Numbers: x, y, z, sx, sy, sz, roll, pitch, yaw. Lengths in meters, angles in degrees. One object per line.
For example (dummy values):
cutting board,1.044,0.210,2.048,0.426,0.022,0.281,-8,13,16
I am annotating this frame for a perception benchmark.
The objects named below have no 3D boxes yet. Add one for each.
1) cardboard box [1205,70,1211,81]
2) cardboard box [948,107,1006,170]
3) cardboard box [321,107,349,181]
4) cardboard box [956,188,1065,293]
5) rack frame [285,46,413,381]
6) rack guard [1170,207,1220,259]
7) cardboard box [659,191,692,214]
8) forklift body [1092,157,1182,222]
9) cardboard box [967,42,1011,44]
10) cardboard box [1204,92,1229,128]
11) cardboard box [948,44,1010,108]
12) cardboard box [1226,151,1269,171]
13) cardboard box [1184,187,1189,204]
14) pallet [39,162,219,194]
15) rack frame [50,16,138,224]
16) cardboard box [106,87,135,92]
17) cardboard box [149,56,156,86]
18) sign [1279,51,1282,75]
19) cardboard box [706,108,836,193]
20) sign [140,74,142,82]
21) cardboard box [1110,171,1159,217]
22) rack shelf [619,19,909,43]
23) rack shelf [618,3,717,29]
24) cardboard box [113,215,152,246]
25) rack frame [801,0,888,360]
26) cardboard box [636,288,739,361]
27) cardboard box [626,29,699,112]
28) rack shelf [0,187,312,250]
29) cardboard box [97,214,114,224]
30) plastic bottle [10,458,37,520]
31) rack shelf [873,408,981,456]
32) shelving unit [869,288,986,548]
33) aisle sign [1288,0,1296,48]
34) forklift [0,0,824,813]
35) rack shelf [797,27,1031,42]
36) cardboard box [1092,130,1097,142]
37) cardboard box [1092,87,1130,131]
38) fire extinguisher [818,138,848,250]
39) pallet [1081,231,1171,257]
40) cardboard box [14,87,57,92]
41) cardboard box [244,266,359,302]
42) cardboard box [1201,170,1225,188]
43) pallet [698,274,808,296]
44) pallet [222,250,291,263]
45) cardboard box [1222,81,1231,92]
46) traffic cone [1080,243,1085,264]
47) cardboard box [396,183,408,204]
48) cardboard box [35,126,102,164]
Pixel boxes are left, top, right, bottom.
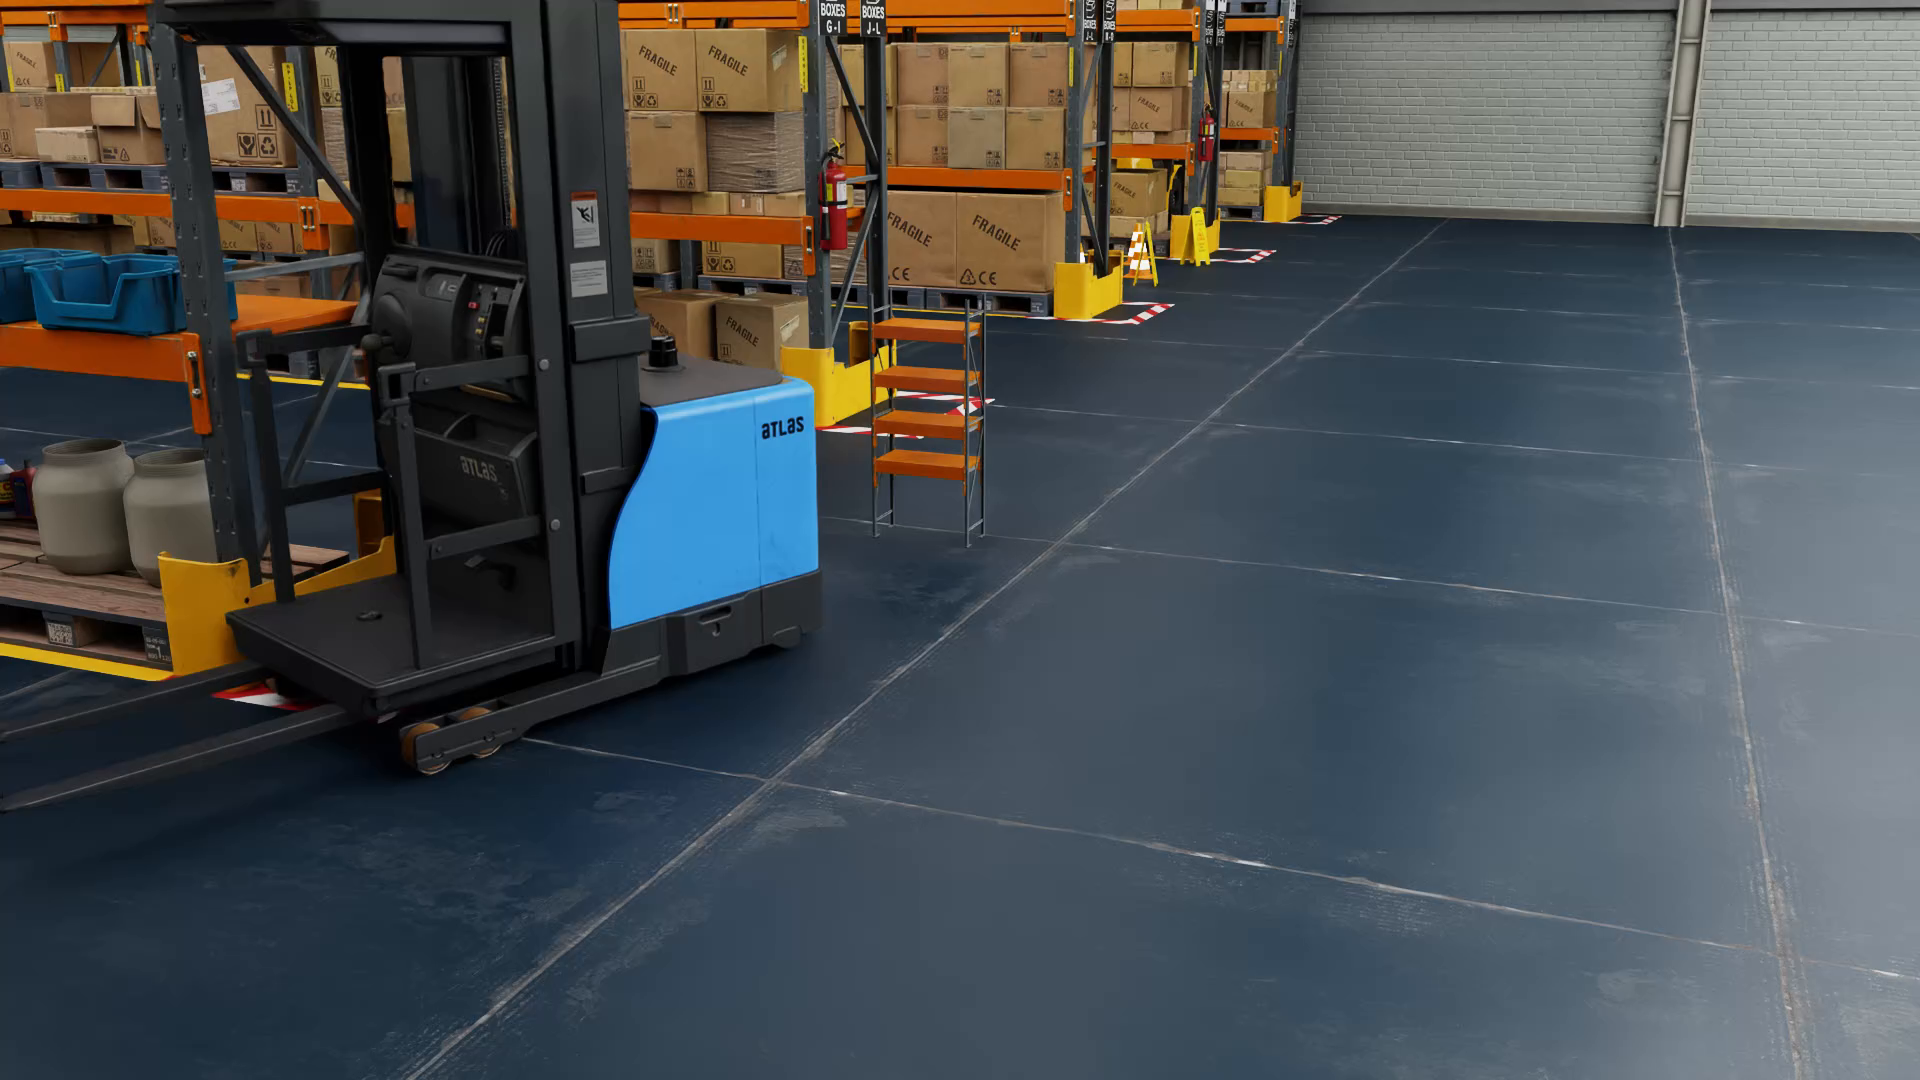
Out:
cardboard box,3.616,-6.747,24.156,0.250,0.149,0.380,6,17,21
cardboard box,0.304,-3.747,15.433,0.550,0.550,0.875,6,17,21
cardboard box,-4.054,-2.861,11.934,0.500,0.500,0.875,6,17,21
cardboard box,0.530,-2.832,15.607,0.875,0.875,0.875,6,17,21
rack frame,-4.450,-2.732,12.203,0.127,3.000,1.000,6,17,21
rack guard,2.837,-3.700,20.022,0.348,0.500,1.175,6,17,21
cardboard box,-1.780,-2.245,10.978,0.250,0.149,0.380,6,17,21
forklift body,2.292,-5.494,23.240,1.214,2.155,2.313,6,17,21
cardboard box,0.440,-5.755,20.112,0.500,0.500,0.700,6,17,19
cardboard box,3.692,-6.266,24.199,0.500,0.500,0.500,7,18,22
cardboard box,0.309,-4.270,15.295,0.550,0.550,0.875,6,17,21
cardboard box,4.182,-5.508,24.152,0.500,0.250,0.500,7,18,22
cardboard box,3.251,-5.135,24.659,0.500,0.250,0.500,6,17,21
pallet,-6.314,-2.857,12.979,1.213,0.211,1.003,6,17,21
rack frame,-9.978,-4.826,19.418,0.127,3.000,1.000,6,17,21
cardboard box,-9.281,-4.979,18.576,0.250,0.149,0.380,6,17,21
cardboard box,-11.635,-6.935,24.708,0.500,0.500,0.500,6,17,19
sign,4.513,-6.711,23.409,0.005,0.325,0.100,6,17,21
cardboard box,-1.230,-2.577,10.957,0.500,0.500,0.875,6,17,21
sign,-12.186,-6.840,24.660,0.005,0.325,0.100,6,17,21
cardboard box,2.066,-4.148,19.917,0.500,0.500,0.500,6,17,21
rack shelf,-2.674,-6.602,21.443,4.000,0.370,1.077,6,17,21
rack shelf,-4.396,-5.307,16.986,4.000,0.370,1.077,6,17,21
cardboard box,-9.388,-3.683,19.210,0.500,0.500,0.500,7,18,23
rack frame,-0.729,-2.323,10.794,0.127,3.000,1.000,6,17,21
cardboard box,-1.872,-1.444,11.499,0.500,0.500,0.500,12,20,35
cardboard box,-1.798,-3.035,10.743,0.500,0.500,0.500,6,17,21
rack shelf,-6.310,-2.591,13.008,4.000,0.370,1.077,6,17,21
cardboard box,-10.198,-3.922,20.129,0.250,0.149,0.380,7,18,23
plastic bottle,-4.322,-0.239,7.700,0.133,0.283,0.061,7,17,22
rack shelf,-0.154,-0.529,8.083,0.480,0.148,0.258,6,17,21
shelving unit,-0.154,-0.593,8.065,0.503,1.200,0.258,6,17,21
aisle sign,4.678,-7.346,23.435,0.004,0.787,0.394,6,17,21
forklift,-1.930,-0.793,5.647,1.130,2.935,3.031,15,22,41
rack shelf,-0.856,-7.889,25.879,4.000,0.370,1.077,6,17,21
cardboard box,1.723,-4.802,19.786,0.250,0.149,0.380,7,17,22
cardboard box,1.837,-5.120,19.717,0.500,0.500,0.500,6,17,21
fire extinguisher,-0.791,-2.154,10.353,0.183,0.674,0.296,6,17,21
pallet,2.094,-3.654,20.381,1.213,0.211,1.003,6,17,21
cardboard box,-10.532,-4.993,19.280,0.500,0.500,0.500,6,17,21
cardboard box,-5.013,-1.811,12.726,0.500,0.500,0.700,5,17,16
cardboard box,3.695,-5.325,24.417,0.500,0.250,0.500,6,17,20
pallet,-1.857,-2.571,16.650,1.213,0.211,1.003,6,17,21
pallet,-8.114,-3.283,19.105,1.213,0.211,1.003,6,17,21
cardboard box,3.832,-6.564,24.060,0.250,0.149,0.380,7,17,22
traffic cone,1.212,-2.803,16.999,0.334,0.463,0.336,6,17,21
cardboard box,-3.890,-2.464,11.731,0.250,0.149,0.380,6,17,21
cardboard box,-6.696,-3.040,12.779,0.500,0.250,0.500,6,17,19
